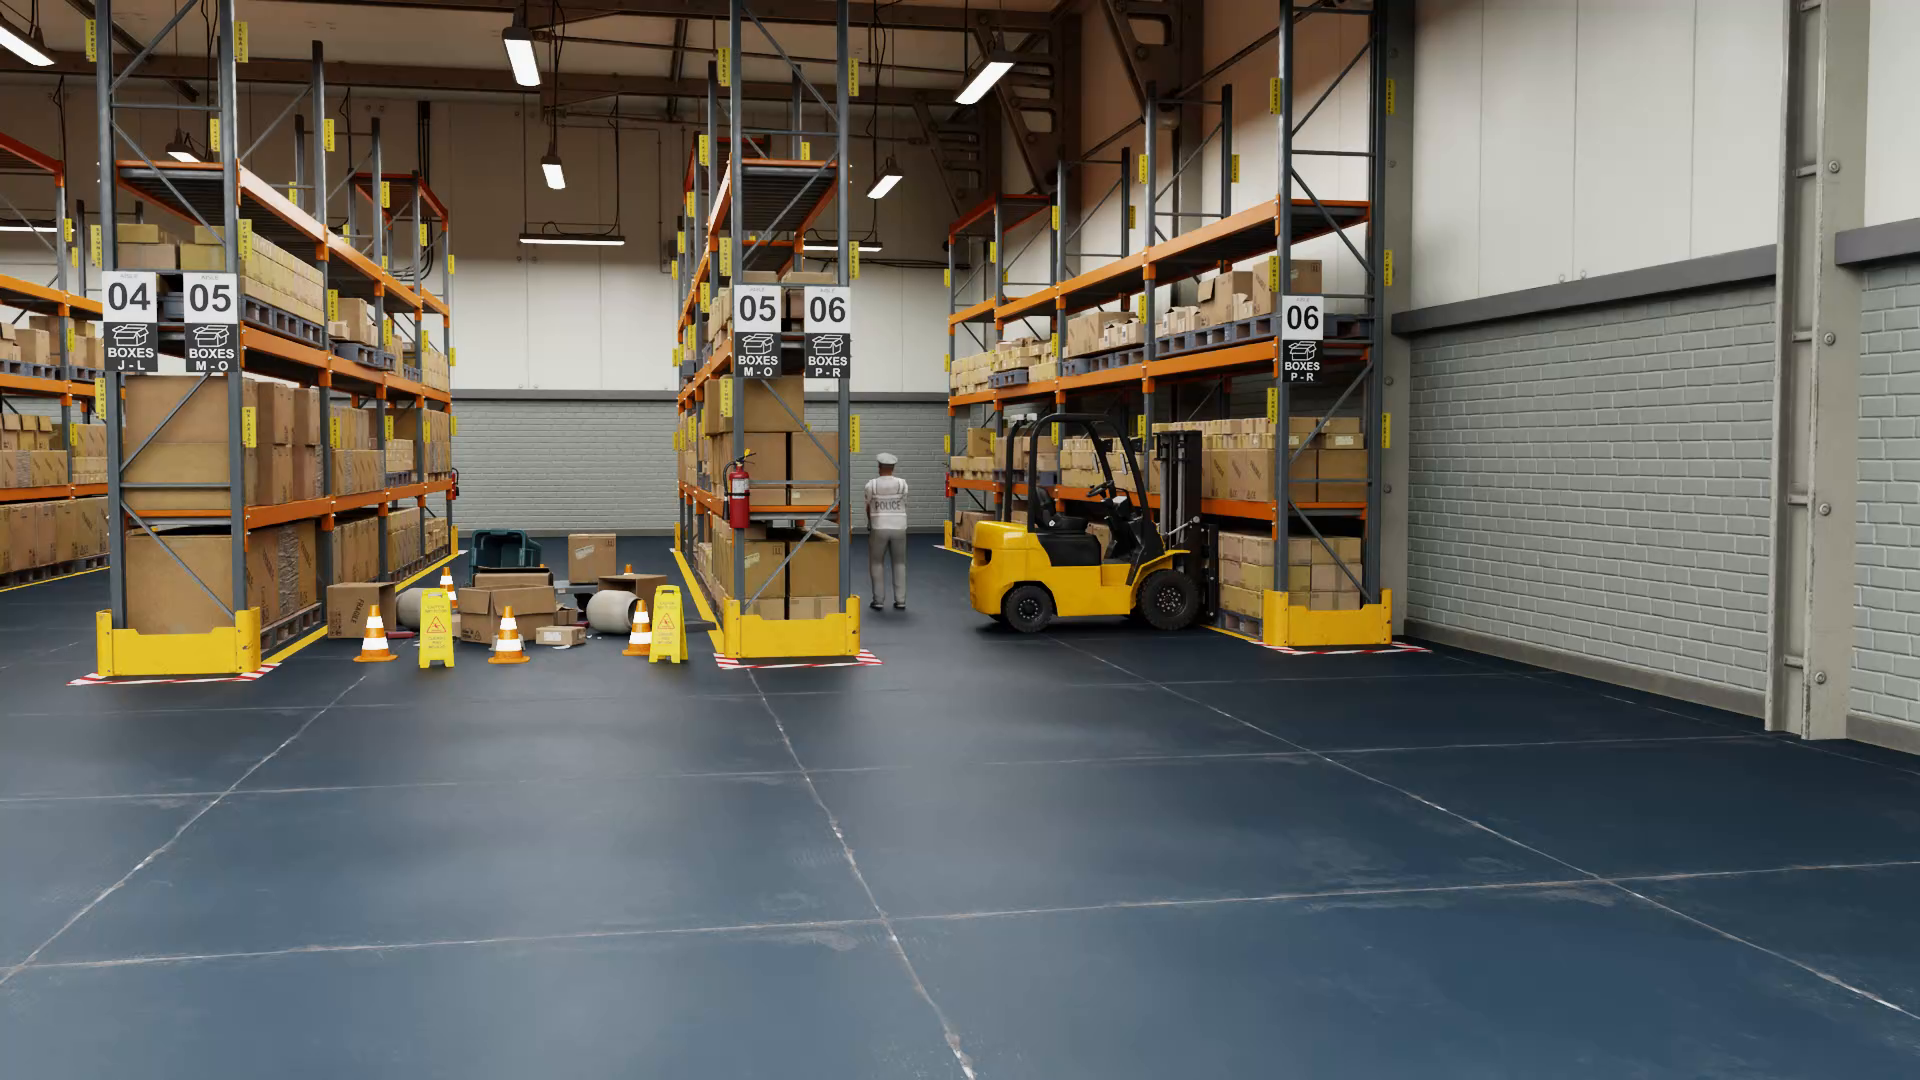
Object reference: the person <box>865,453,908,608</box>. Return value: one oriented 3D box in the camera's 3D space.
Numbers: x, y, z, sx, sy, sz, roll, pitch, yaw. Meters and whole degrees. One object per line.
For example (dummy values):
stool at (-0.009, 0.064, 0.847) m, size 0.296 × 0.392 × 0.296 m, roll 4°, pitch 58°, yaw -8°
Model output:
person at (-0.857, -0.110, 18.992) m, size 0.494 × 1.763 × 0.564 m, roll -1°, pitch 3°, yaw -12°
